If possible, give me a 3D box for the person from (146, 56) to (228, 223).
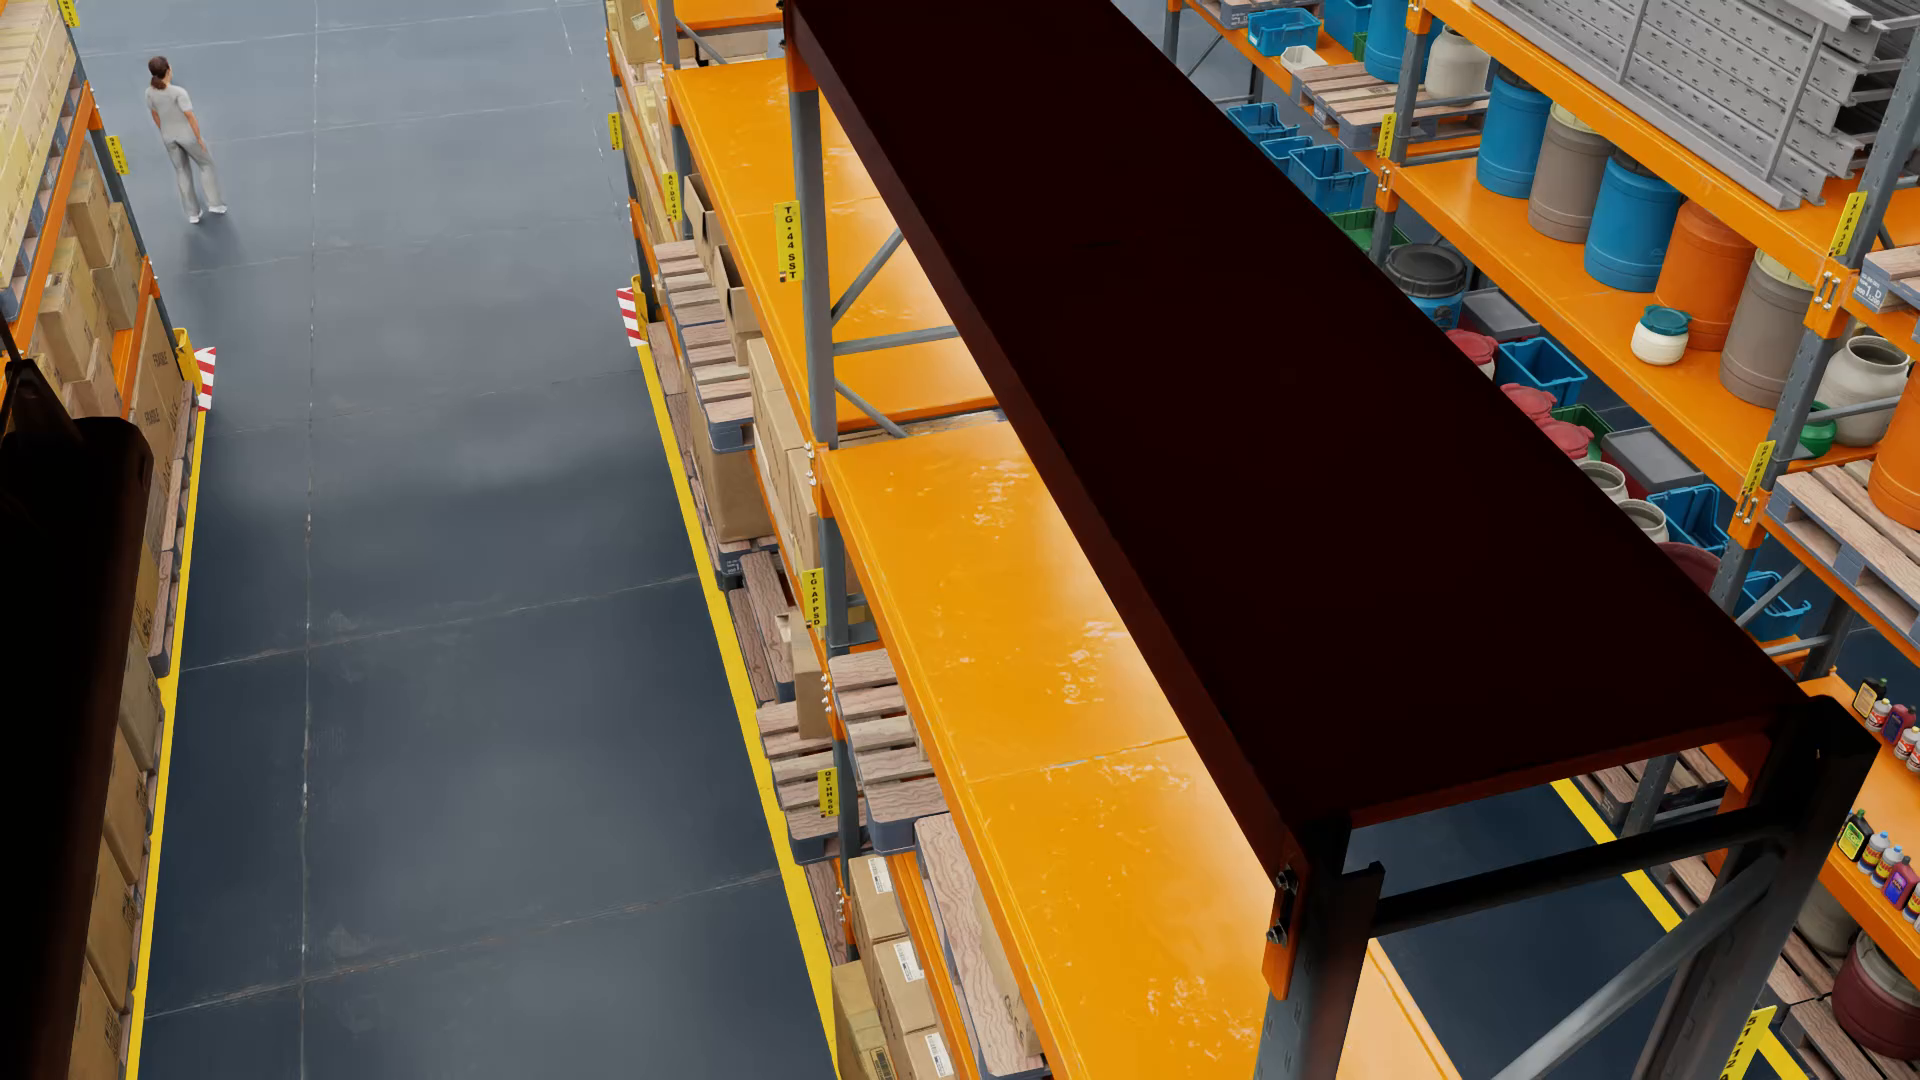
[{"bbox_3d":[-7.714,-3.959,16.511,0.495,1.738,0.493,3,38,4],"label":"person"}]
